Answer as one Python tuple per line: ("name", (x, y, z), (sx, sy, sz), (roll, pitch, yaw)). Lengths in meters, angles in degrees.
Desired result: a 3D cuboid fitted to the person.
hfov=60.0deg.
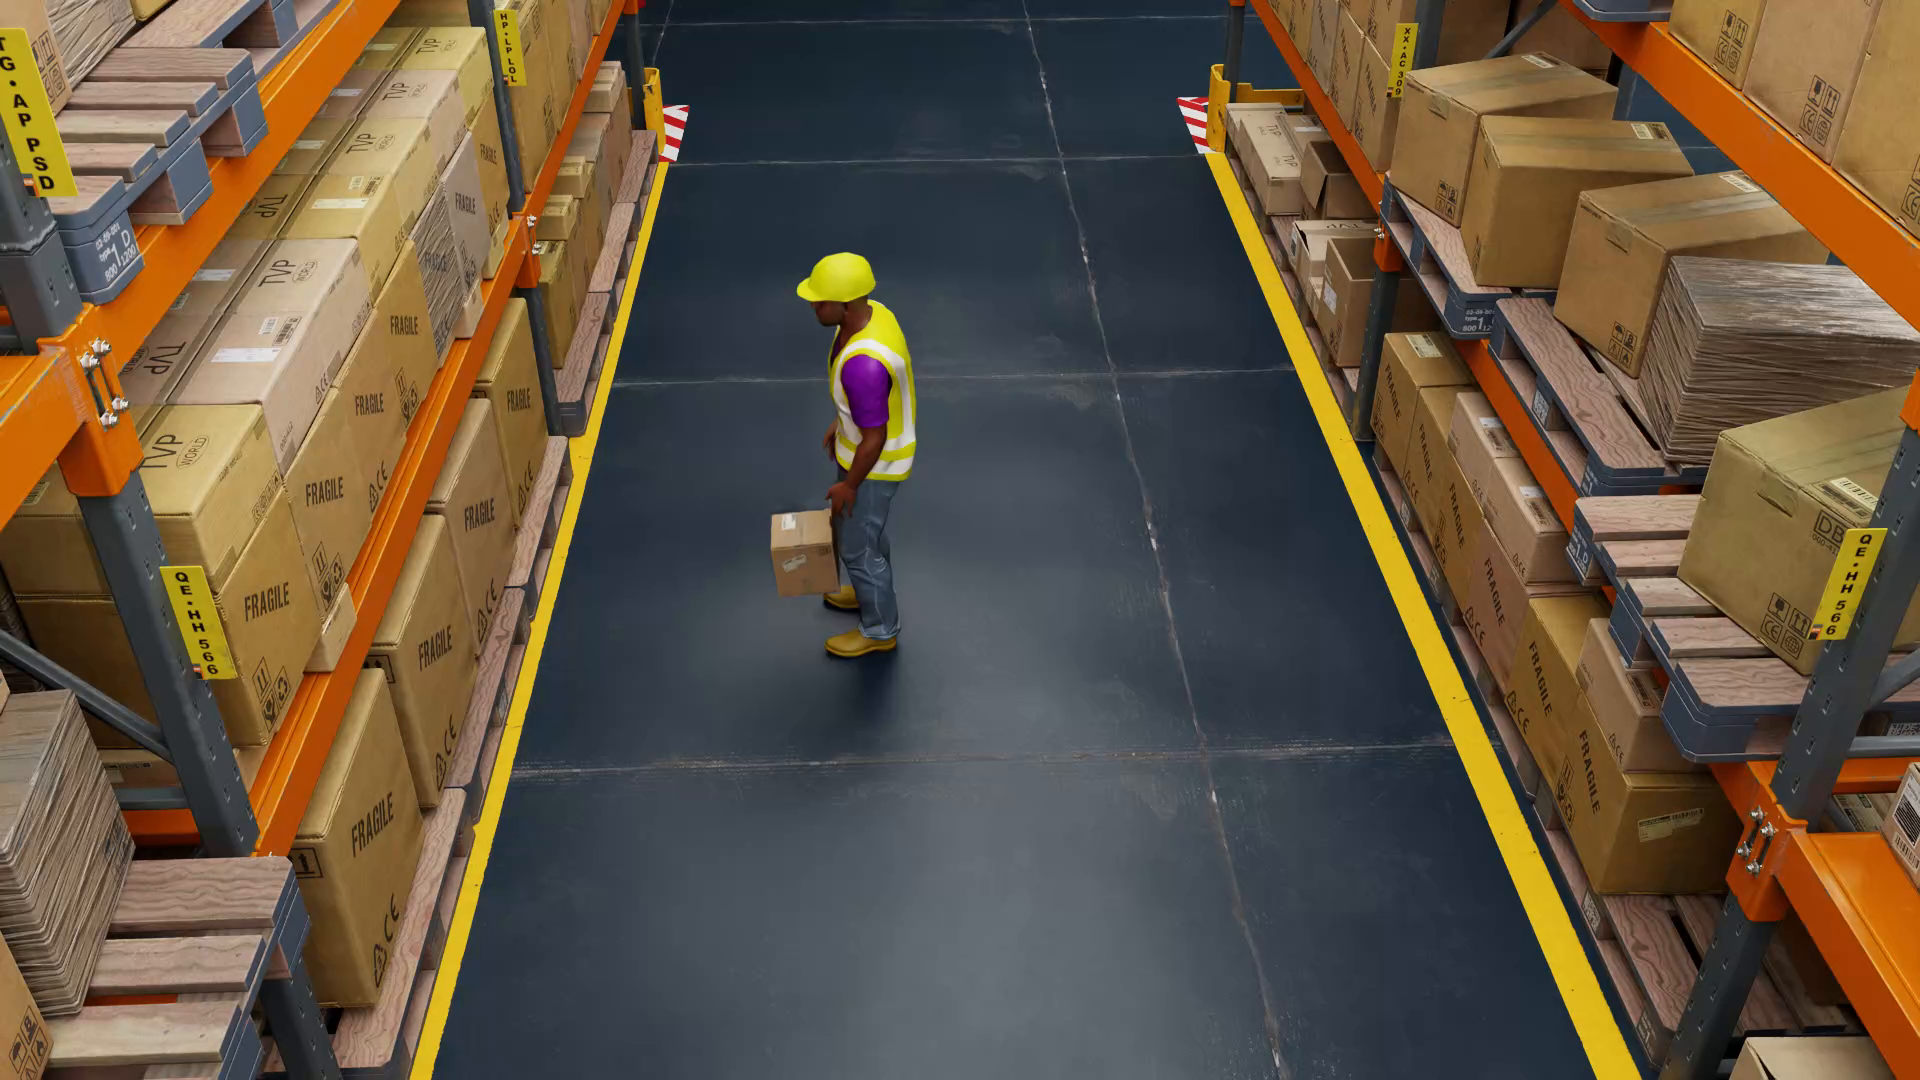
("person", (-0.388, -0.335, 6.605), (0.435, 1.764, 0.594), (-2, 35, -4))
